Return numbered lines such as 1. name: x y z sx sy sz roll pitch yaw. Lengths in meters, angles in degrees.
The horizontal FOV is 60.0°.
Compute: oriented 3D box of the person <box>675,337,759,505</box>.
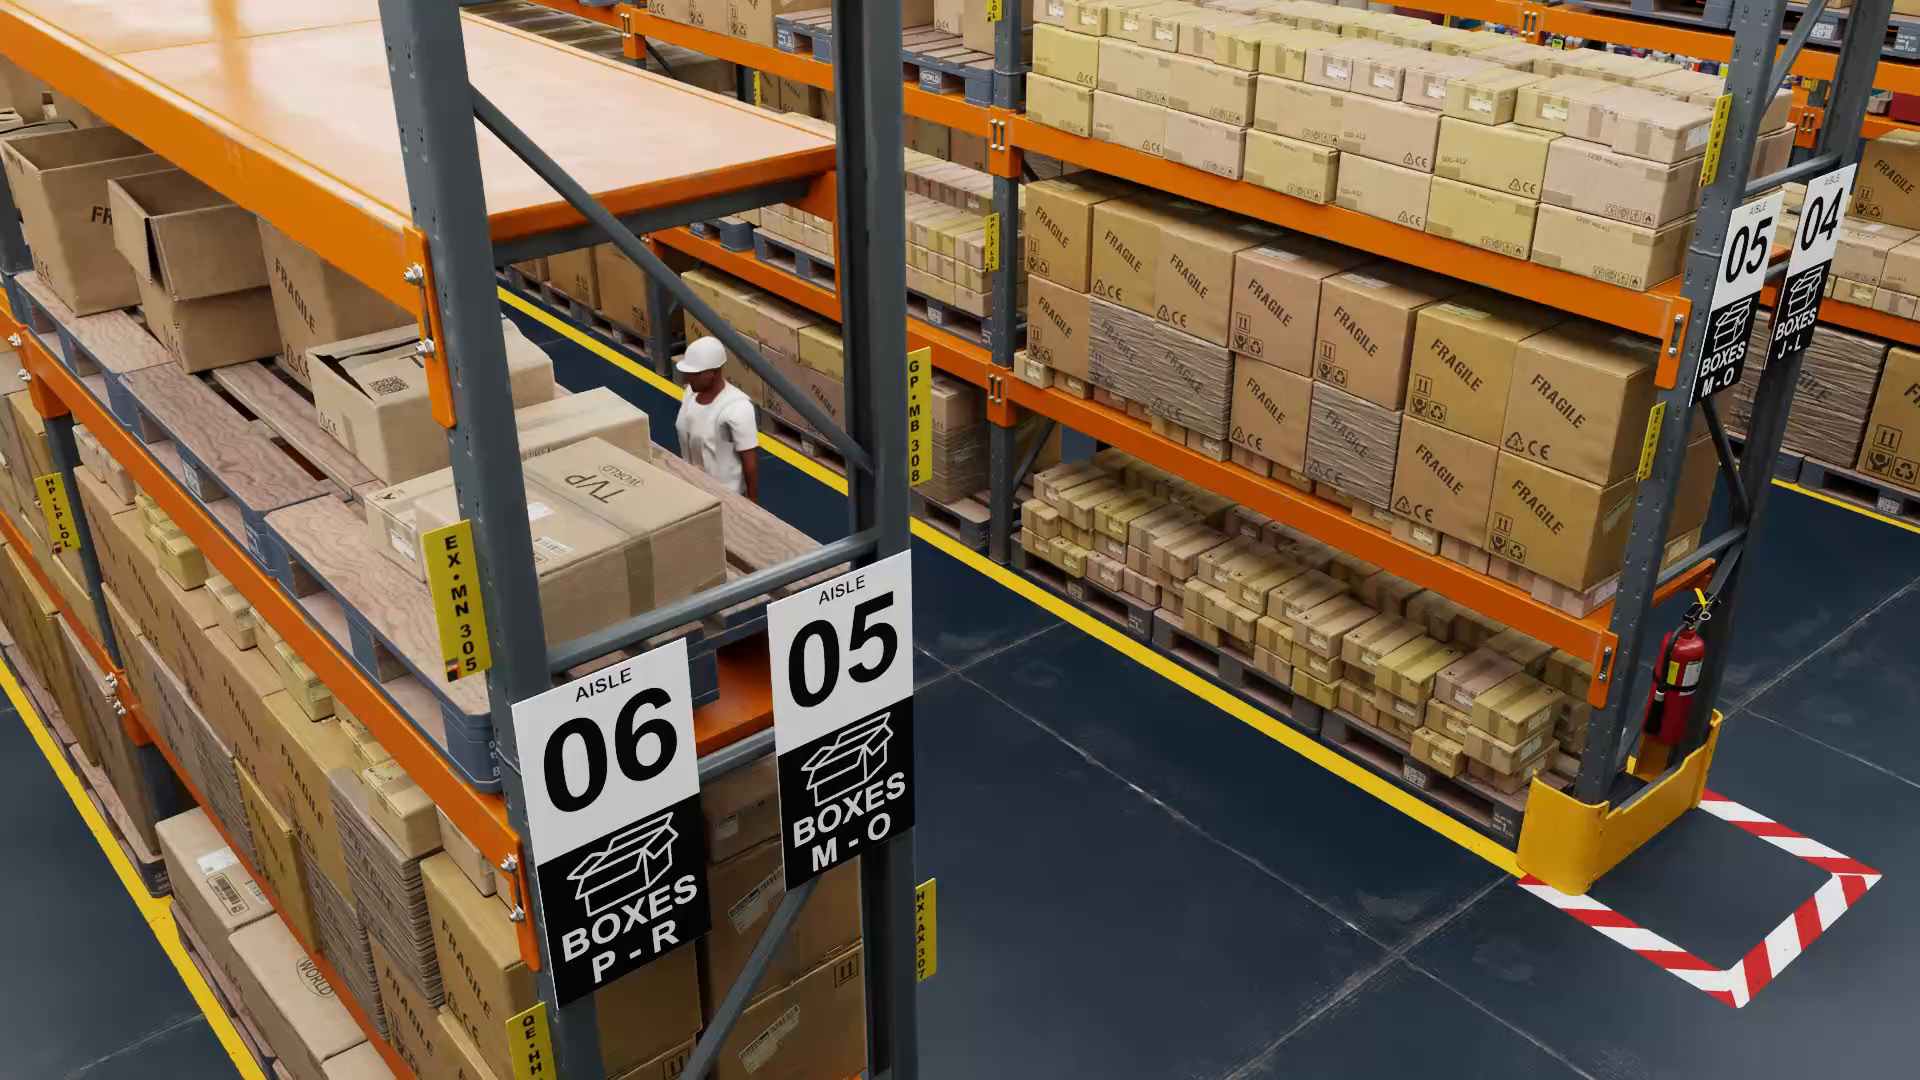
1. person: -1.432 -0.276 9.276 0.537 1.770 0.602 -22 35 -35
